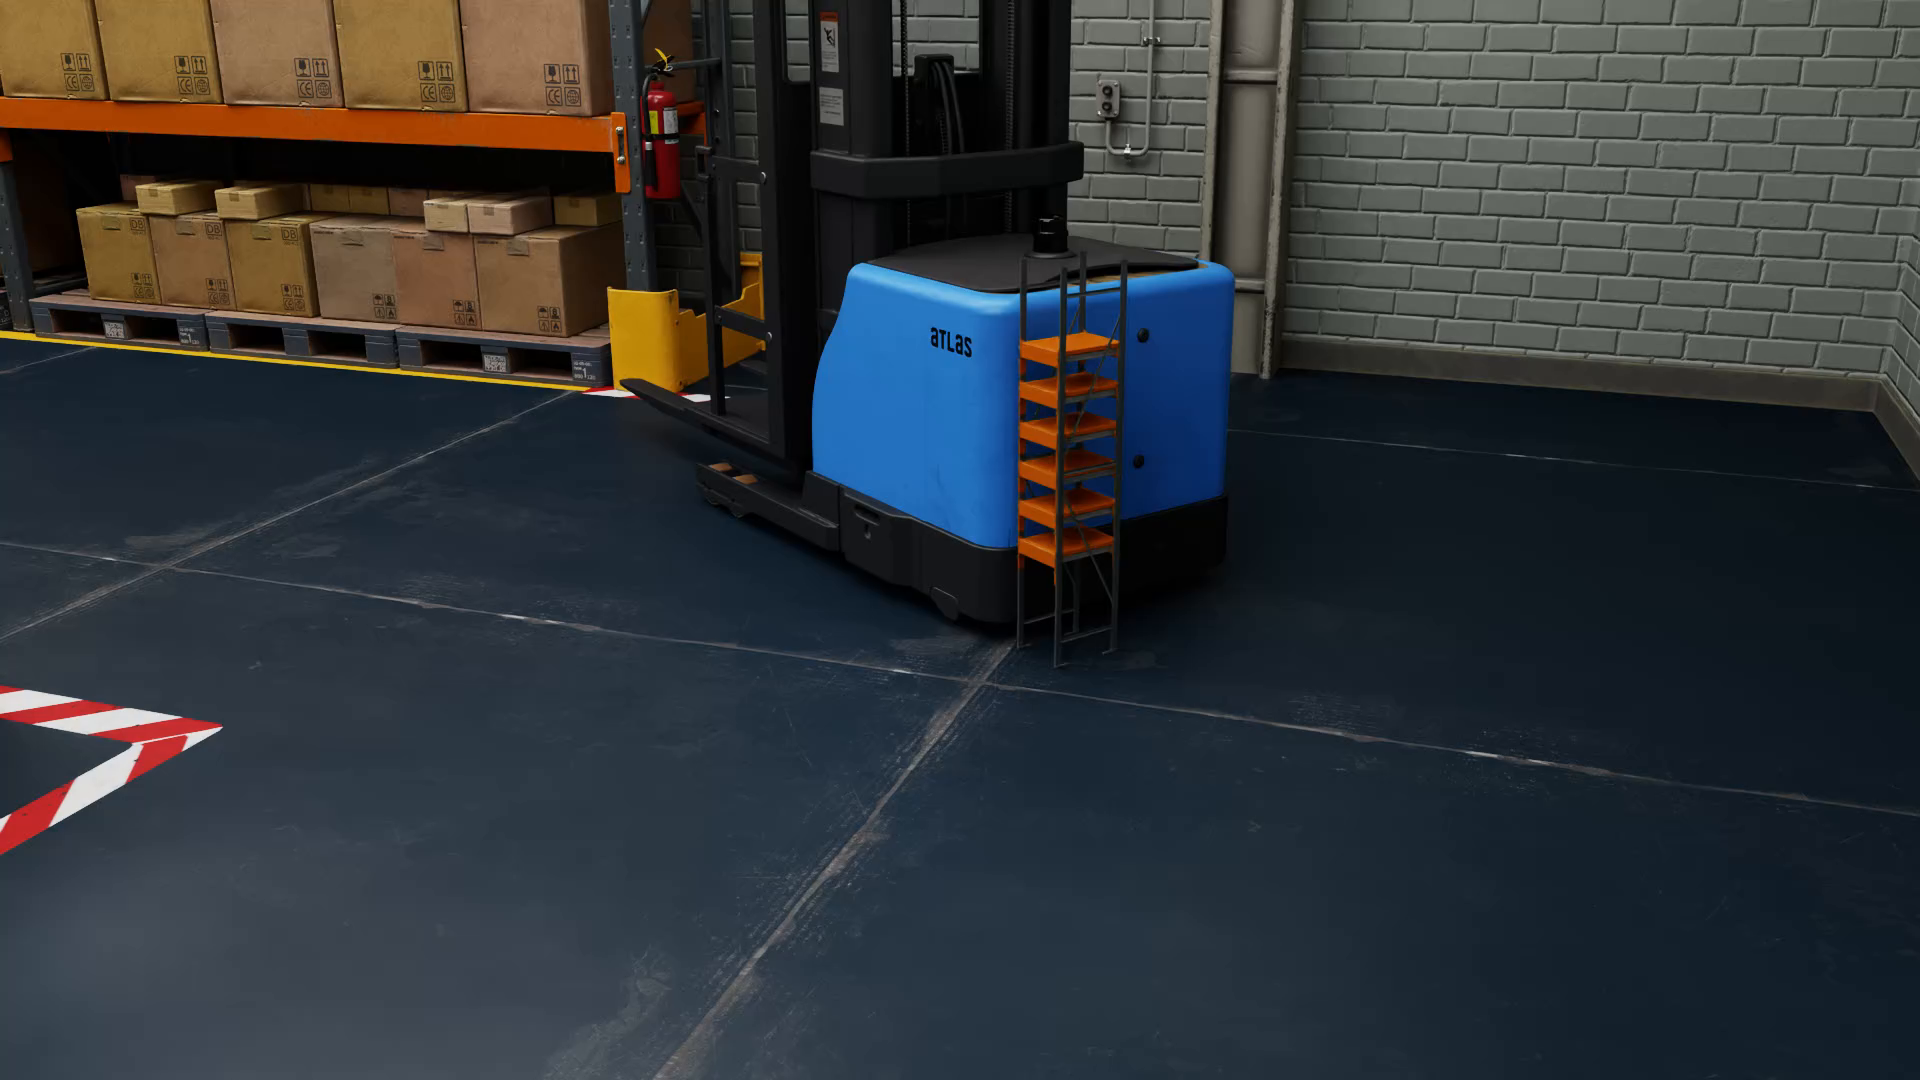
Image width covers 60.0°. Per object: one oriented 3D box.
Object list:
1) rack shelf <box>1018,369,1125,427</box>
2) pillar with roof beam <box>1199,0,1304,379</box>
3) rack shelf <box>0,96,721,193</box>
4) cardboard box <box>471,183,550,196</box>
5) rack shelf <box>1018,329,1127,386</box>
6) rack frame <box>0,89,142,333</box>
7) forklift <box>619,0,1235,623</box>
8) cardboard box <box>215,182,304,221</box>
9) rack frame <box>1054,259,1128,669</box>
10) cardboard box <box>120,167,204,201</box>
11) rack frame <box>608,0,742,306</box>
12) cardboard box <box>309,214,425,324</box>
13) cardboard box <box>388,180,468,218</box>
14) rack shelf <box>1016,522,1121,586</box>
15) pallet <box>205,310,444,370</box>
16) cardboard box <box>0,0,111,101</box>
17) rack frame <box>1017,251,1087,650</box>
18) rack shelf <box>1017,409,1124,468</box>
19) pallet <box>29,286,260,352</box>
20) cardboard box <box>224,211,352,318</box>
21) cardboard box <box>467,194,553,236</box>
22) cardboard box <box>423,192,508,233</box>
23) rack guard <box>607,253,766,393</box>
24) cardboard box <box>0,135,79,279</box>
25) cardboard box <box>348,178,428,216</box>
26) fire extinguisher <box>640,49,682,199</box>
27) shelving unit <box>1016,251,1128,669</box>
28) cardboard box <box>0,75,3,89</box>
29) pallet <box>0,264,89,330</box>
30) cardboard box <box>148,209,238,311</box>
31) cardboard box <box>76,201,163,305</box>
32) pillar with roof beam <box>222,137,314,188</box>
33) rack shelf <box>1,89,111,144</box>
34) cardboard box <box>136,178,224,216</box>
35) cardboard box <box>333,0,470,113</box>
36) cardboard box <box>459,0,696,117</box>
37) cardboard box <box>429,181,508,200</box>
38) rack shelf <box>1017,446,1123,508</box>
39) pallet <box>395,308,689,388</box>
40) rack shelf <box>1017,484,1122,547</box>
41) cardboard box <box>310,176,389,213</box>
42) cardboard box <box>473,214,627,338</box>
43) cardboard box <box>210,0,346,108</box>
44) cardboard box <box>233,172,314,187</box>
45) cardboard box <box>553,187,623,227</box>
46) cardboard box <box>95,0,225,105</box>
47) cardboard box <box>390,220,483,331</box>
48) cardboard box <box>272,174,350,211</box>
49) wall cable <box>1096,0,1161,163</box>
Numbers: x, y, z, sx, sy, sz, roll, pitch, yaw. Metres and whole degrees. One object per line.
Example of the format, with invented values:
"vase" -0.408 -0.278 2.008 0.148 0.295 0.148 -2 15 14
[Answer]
"rack shelf" 0.325 -0.415 4.849 0.258 0.103 0.180 -13 23 -33
"pillar with roof beam" 0.022 -3.794 3.288 0.400 9.000 9.100 7 20 18
"rack shelf" -3.289 -2.198 8.919 4.000 0.370 1.077 7 20 18
"cardboard box" -2.388 -1.794 8.840 0.250 0.149 0.380 7 20 18
"rack shelf" 0.324 -0.529 4.810 0.258 0.103 0.180 -13 23 -33
"rack frame" -5.178 -2.754 9.420 0.127 3.000 1.000 7 20 18
"forklift" -0.368 -1.550 6.071 1.130 2.935 3.031 -13 23 -34
"cardboard box" -3.748 -1.816 8.902 0.250 0.149 0.380 6 20 17
"rack frame" 0.379 -0.206 4.842 0.240 1.200 0.006 -13 23 -33
"cardboard box" -4.577 -2.043 9.554 0.250 0.149 0.380 6 20 18
"rack frame" -1.399 -2.322 8.180 0.127 3.000 1.000 7 20 18
"cardboard box" -3.041 -1.493 8.961 0.500 0.500 0.700 6 20 16
"cardboard box" -2.865 -1.848 8.996 0.250 0.149 0.380 7 20 19
"rack shelf" 0.327 0.039 5.004 0.258 0.103 0.180 -13 23 -33
"pallet" -3.329 -1.200 9.197 1.213 0.211 1.003 7 20 18
"cardboard box" -4.671 -2.832 9.188 0.700 0.700 0.980 7 20 19
"rack frame" 0.273 -0.254 4.983 0.240 1.200 0.006 -13 23 -33
"rack shelf" 0.325 -0.302 4.888 0.258 0.103 0.180 -13 23 -33
"pallet" -4.485 -1.331 9.574 1.213 0.211 1.003 7 20 18
"cardboard box" -3.547 -1.548 9.119 0.500 0.500 0.700 7 20 19
"cardboard box" -2.274 -1.648 8.421 0.250 0.149 0.380 6 20 17
"cardboard box" -2.516 -1.675 8.499 0.250 0.149 0.380 7 20 20
"rack guard" -1.377 -1.139 8.584 0.348 0.500 1.175 7 20 18
"cardboard box" -5.834 -1.967 9.790 0.750 0.750 0.750 7 20 19
"cardboard box" -3.108 -1.876 9.075 0.250 0.149 0.380 7 20 19
"fire extinguisher" -1.408 -1.950 7.796 0.183 0.674 0.296 7 20 18
"shelving unit" 0.326 -0.230 4.912 0.258 1.200 0.189 -13 23 -33
"cardboard box" -5.590 -2.593 9.310 0.250 0.149 0.380 7 20 19
"pallet" -5.931 -1.497 10.051 1.213 0.211 1.003 7 20 18
"cardboard box" -4.032 -1.604 9.280 0.500 0.500 0.700 6 20 18
"cardboard box" -4.505 -1.659 9.439 0.500 0.500 0.700 7 20 19
"pillar with roof beam" -5.645 -4.442 5.147 0.400 9.000 9.100 7 20 18
"rack shelf" -7.067 -2.630 10.158 4.000 0.370 1.077 7 20 18
"cardboard box" -4.241 -1.872 9.063 0.250 0.149 0.380 7 20 20
"cardboard box" -2.575 -2.591 8.496 0.700 0.700 0.980 6 20 18
"cardboard box" -1.884 -2.516 8.280 0.700 0.700 0.980 7 21 21
"cardboard box" -2.625 -1.821 8.918 0.250 0.149 0.380 7 20 19
"rack shelf" 0.326 -0.188 4.927 0.258 0.103 0.180 -13 23 -33
"pallet" -2.180 -1.067 8.817 1.213 0.211 1.003 7 20 18
"rack shelf" 0.326 -0.075 4.965 0.258 0.103 0.180 -13 23 -33
"cardboard box" -3.347 -1.903 9.154 0.250 0.149 0.380 6 20 17
"cardboard box" -2.093 -1.384 8.650 0.500 0.500 0.700 7 20 18
"cardboard box" -3.292 -2.676 8.740 0.700 0.700 0.980 6 20 15
"cardboard box" -3.829 -1.959 9.312 0.250 0.149 0.380 6 20 16
"cardboard box" -1.910 -1.739 8.683 0.250 0.149 0.380 7 20 18
"cardboard box" -3.983 -2.751 8.957 0.700 0.700 0.980 6 20 17
"cardboard box" -2.566 -1.438 8.805 0.500 0.500 0.700 6 20 18
"cardboard box" -3.591 -1.931 9.233 0.250 0.149 0.380 7 20 19
"wall cable" 0.121 -2.958 8.460 1.851 1.984 0.084 7 20 18
